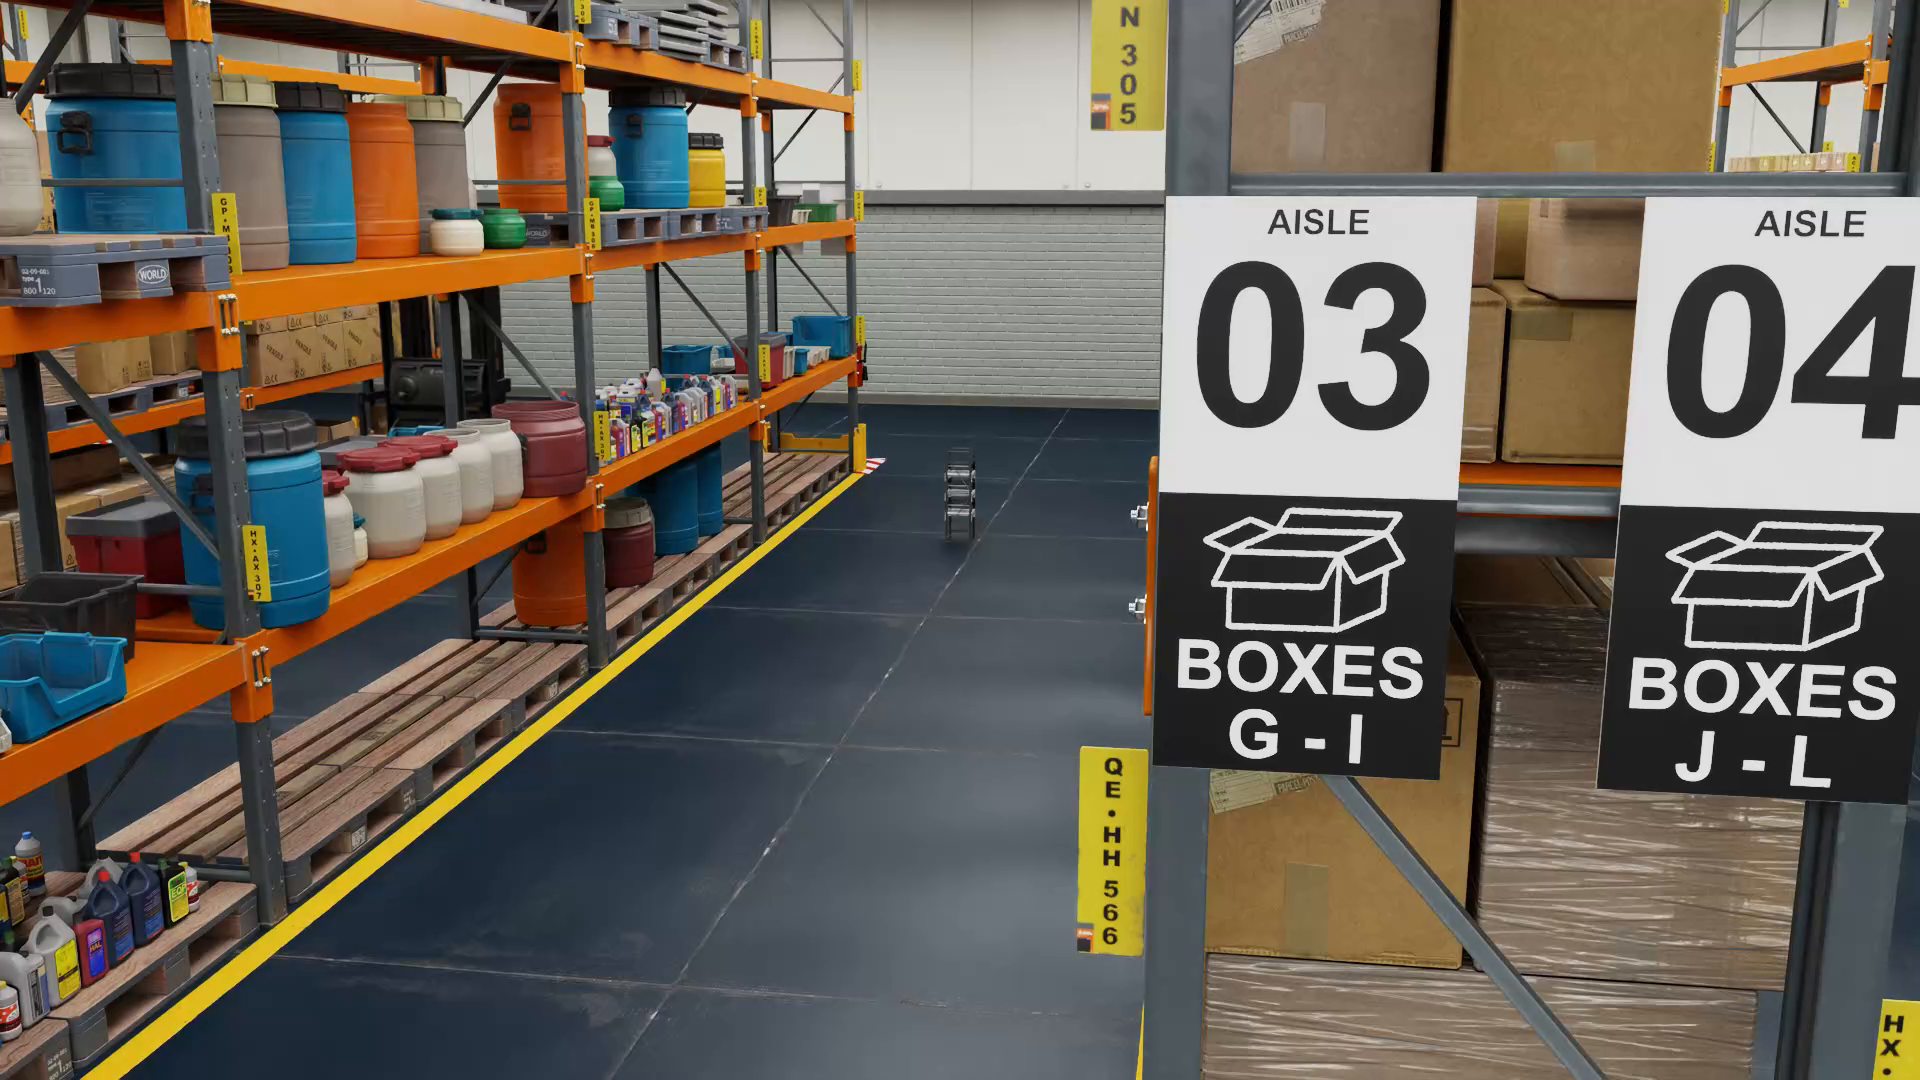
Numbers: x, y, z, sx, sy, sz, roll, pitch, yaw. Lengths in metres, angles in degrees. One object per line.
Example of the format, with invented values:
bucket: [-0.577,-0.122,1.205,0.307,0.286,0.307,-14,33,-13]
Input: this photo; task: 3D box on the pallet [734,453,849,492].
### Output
pallet: [-1.827,-0.750,18.229,1.003,0.211,1.213,2,12,9]

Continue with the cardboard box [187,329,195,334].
cardboard box: [-7.349,-2.263,16.022,0.500,0.500,0.500,2,12,9]

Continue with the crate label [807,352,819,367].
crate label: [-1.686,-1.890,17.382,0.396,0.136,0.243,2,12,9]

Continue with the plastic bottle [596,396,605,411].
plastic bottle: [-2.835,-0.994,13.050,0.097,0.271,0.097,0,12,0]

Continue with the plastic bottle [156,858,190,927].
plastic bottle: [-3.255,1.438,6.860,0.061,0.283,0.133,3,12,11]

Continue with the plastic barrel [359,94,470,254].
plastic barrel: [-3.233,-2.166,9.869,0.600,0.901,0.600,0,12,0]

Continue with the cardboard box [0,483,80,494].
cardboard box: [-7.719,-0.192,13.910,0.500,0.500,0.500,1,12,7]

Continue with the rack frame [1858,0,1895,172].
rack frame: [7.503,-4.041,12.642,1.000,3.000,0.127,2,12,9]

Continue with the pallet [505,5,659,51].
pallet: [-2.751,-3.412,11.121,1.213,0.211,1.003,2,12,9]

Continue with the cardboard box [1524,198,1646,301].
cardboard box: [1.043,-0.430,2.415,0.380,0.149,0.250,2,12,8]

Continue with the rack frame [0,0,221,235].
rack frame: [-3.507,-2.718,6.503,1.000,3.000,0.127,2,12,9]

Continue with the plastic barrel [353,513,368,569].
plastic barrel: [-3.152,0.012,8.405,0.301,0.262,0.301,0,12,0]

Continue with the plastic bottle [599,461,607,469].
plastic bottle: [-2.506,-0.637,11.381,0.152,0.276,0.135,2,12,9]

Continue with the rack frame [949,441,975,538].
rack frame: [0.017,-0.463,15.261,0.240,0.900,0.006,2,12,9]

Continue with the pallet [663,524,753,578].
pallet: [-2.437,0.072,14.417,1.003,0.211,1.213,2,12,9]

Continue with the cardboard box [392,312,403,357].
cardboard box: [-6.432,-2.284,18.488,0.500,0.500,0.500,2,12,9]

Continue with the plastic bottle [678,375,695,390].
plastic bottle: [-2.266,-1.191,13.773,0.144,0.351,0.185,2,12,9]

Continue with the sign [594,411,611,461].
sign: [-2.347,-0.682,10.905,0.100,0.325,0.005,2,12,9]

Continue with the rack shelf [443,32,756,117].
rack shelf: [-2.584,-3.420,12.416,1.077,0.370,4.000,2,12,9]

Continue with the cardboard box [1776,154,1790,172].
cardboard box: [7.473,-3.338,14.723,0.380,0.149,0.250,2,12,8]

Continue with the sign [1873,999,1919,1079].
sign: [1.308,0.802,2.354,0.100,0.325,0.005,2,12,9]

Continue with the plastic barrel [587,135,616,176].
plastic barrel: [-2.768,-2.730,12.359,0.433,0.535,0.433,0,12,0]

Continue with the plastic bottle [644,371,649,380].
plastic bottle: [-2.755,-1.331,14.584,0.061,0.283,0.133,2,12,9]

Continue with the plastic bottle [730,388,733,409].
plastic bottle: [-2.009,-1.236,14.338,0.097,0.201,0.097,0,12,0]

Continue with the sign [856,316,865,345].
sign: [-1.115,-2.349,18.642,0.100,0.325,0.005,2,12,9]

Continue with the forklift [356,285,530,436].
forklift: [-4.848,-1.462,15.076,1.130,2.935,3.031,3,12,12]

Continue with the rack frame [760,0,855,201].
rack frame: [-1.661,-5.216,18.094,1.000,3.000,0.127,2,12,9]

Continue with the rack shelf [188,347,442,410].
rack shelf: [-6.863,-1.677,17.618,1.077,0.370,4.000,2,12,9]

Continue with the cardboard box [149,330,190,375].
cardboard box: [-7.464,-1.775,15.132,0.700,0.500,0.500,-2,12,-10]

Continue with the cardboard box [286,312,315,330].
cardboard box: [-6.741,-2.346,16.406,0.500,0.500,0.500,1,12,7]

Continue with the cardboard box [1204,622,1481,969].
cardboard box: [0.612,0.402,2.948,0.500,0.500,0.500,2,12,9]

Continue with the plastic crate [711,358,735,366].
plastic crate: [-2.306,-1.724,16.611,0.293,0.136,0.466,2,12,9]

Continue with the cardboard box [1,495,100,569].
cardboard box: [-7.276,-0.071,13.351,0.500,0.500,0.500,2,12,8]

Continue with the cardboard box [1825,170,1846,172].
cardboard box: [7.323,-2.850,13.405,0.500,0.250,0.500,1,12,6]

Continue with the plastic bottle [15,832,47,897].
plastic bottle: [-3.989,1.385,7.134,0.097,0.271,0.097,0,12,0]

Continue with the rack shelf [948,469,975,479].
rack shelf: [0.001,-0.585,15.132,0.258,0.077,0.200,2,12,9]

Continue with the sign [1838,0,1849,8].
sign: [8.663,-5.386,16.288,0.100,0.325,0.005,2,12,9]

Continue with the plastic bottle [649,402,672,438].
plastic bottle: [-2.293,-0.926,12.720,0.152,0.276,0.135,2,12,9]

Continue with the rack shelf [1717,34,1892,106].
rack shelf: [7.810,-4.104,14.650,1.077,0.370,4.000,2,12,9]

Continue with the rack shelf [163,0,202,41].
rack shelf: [-3.815,-1.755,4.689,1.077,0.370,4.000,2,12,9]

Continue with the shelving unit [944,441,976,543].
shelving unit: [0.001,-0.442,15.163,0.258,0.900,0.210,2,12,9]

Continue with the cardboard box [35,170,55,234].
cardboard box: [-7.593,-2.601,12.842,0.910,0.500,0.500,2,12,9]

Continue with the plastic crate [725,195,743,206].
plastic crate: [-2.307,-3.241,16.328,0.437,0.282,0.530,2,12,9]

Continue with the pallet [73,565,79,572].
pallet: [-7.444,0.176,13.931,1.003,0.211,1.213,2,12,9]

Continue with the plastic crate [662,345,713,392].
plastic crate: [-2.542,-1.581,15.360,0.392,0.384,0.575,2,12,9]

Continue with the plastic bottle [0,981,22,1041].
plastic bottle: [-3.421,1.677,5.946,0.097,0.201,0.097,0,12,0]

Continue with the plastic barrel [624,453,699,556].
plastic barrel: [-2.486,-0.370,13.832,0.600,0.901,0.708,2,12,9]

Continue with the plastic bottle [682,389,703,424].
plastic bottle: [-2.172,-1.089,13.476,0.152,0.276,0.135,2,12,9]

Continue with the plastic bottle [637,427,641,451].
plastic bottle: [-2.369,-0.748,12.072,0.097,0.201,0.097,0,12,0]

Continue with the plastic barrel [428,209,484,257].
plastic barrel: [-2.857,-1.745,9.434,0.301,0.262,0.301,0,12,0]

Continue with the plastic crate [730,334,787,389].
plastic crate: [-1.892,-1.689,15.674,0.402,0.464,0.583,2,12,9]
